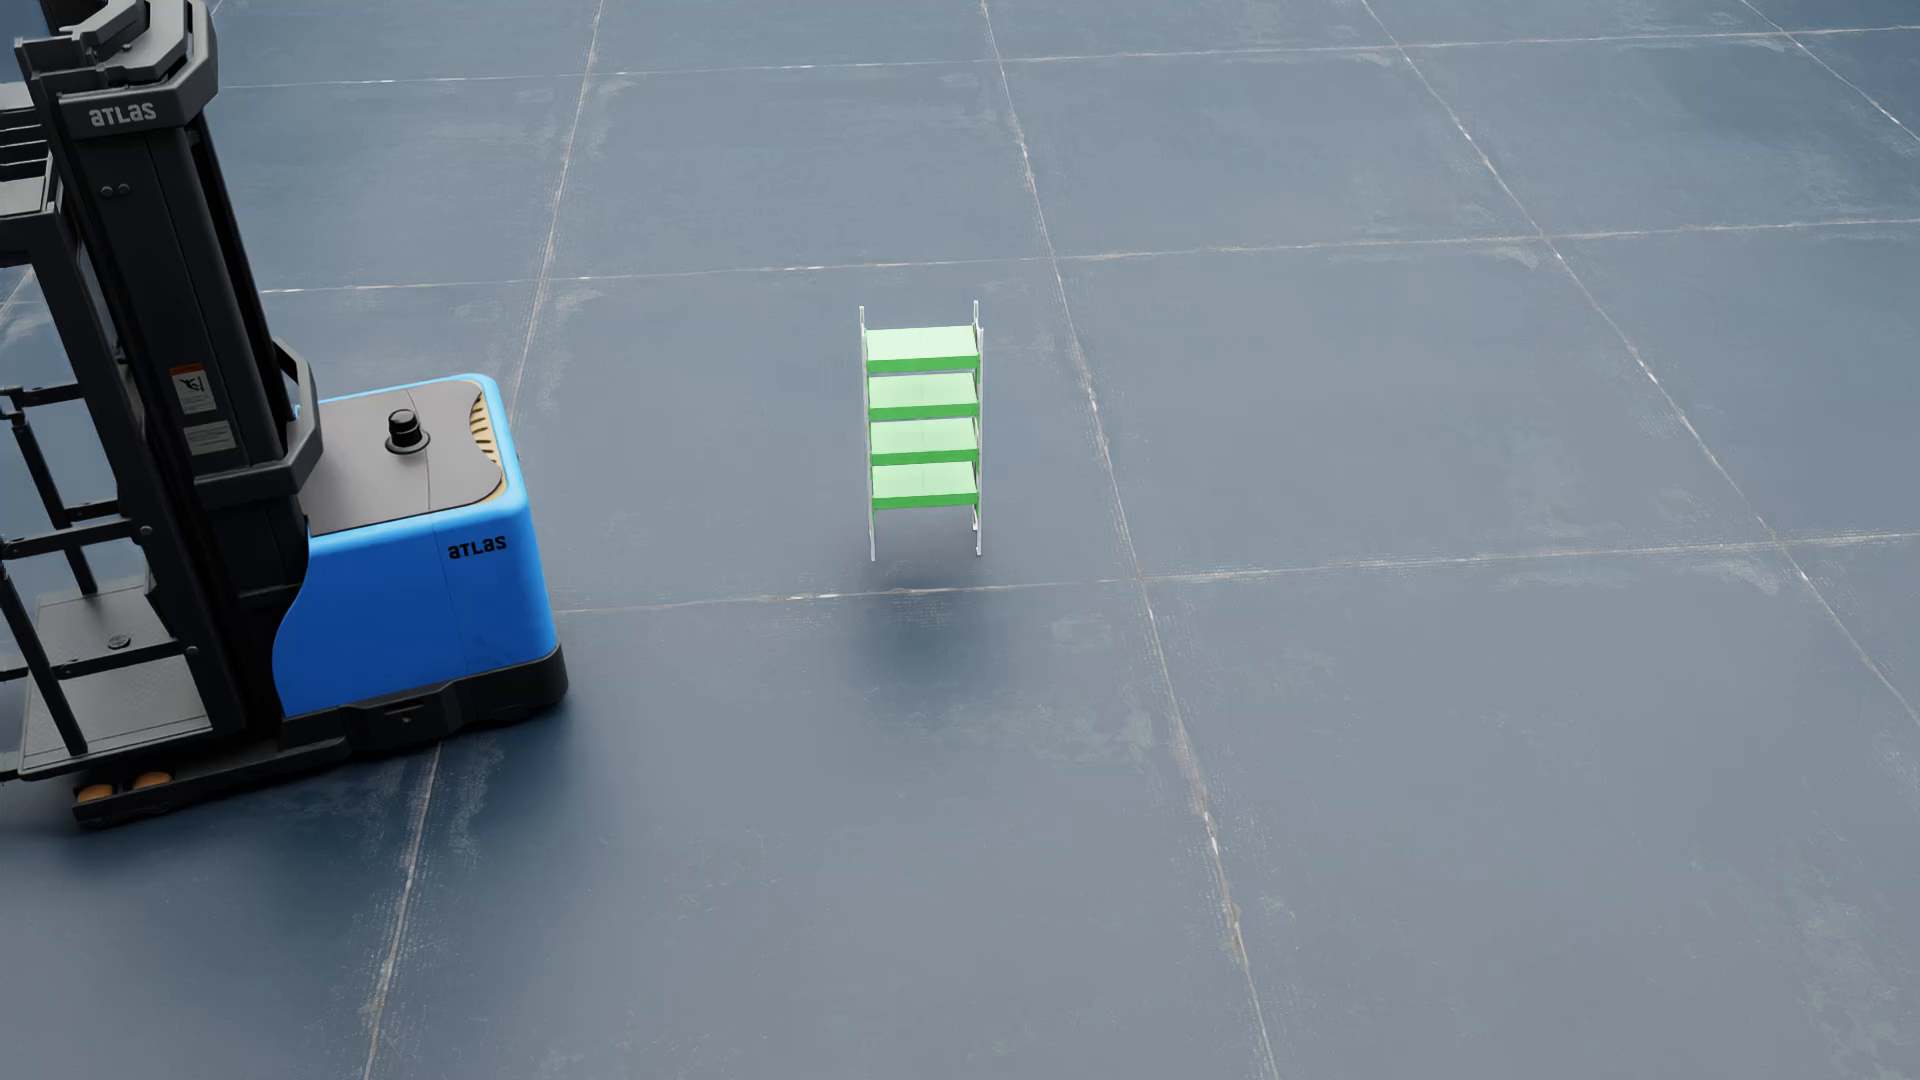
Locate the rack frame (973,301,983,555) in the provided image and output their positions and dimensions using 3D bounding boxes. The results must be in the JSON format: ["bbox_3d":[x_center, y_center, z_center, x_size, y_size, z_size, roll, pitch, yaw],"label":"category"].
[{"bbox_3d":[0.078,-0.475,7.384,0.015,1.200,0.240,-3,38,-4],"label":"rack frame"}]

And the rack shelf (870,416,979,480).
[{"bbox_3d":[-0.165,-0.412,7.406,0.480,0.148,0.258,-3,38,-4],"label":"rack shelf"}]

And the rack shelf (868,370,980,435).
[{"bbox_3d":[-0.165,-0.600,7.258,0.480,0.148,0.258,-3,38,-4],"label":"rack shelf"}]

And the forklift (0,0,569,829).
[{"bbox_3d":[-3.189,-0.425,5.922,3.031,2.935,1.130,-13,40,-16],"label":"forklift"}]

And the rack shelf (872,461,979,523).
[{"bbox_3d":[-0.165,-0.223,7.555,0.480,0.148,0.258,-3,38,-4],"label":"rack shelf"}]

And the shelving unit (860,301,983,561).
[{"bbox_3d":[-0.165,-0.462,7.367,0.503,1.200,0.258,-3,38,-4],"label":"shelving unit"}]

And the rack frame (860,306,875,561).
[{"bbox_3d":[-0.408,-0.449,7.350,0.015,1.200,0.240,-3,38,-4],"label":"rack frame"}]

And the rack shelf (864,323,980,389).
[{"bbox_3d":[-0.165,-0.789,7.109,0.480,0.148,0.258,-3,38,-4],"label":"rack shelf"}]
